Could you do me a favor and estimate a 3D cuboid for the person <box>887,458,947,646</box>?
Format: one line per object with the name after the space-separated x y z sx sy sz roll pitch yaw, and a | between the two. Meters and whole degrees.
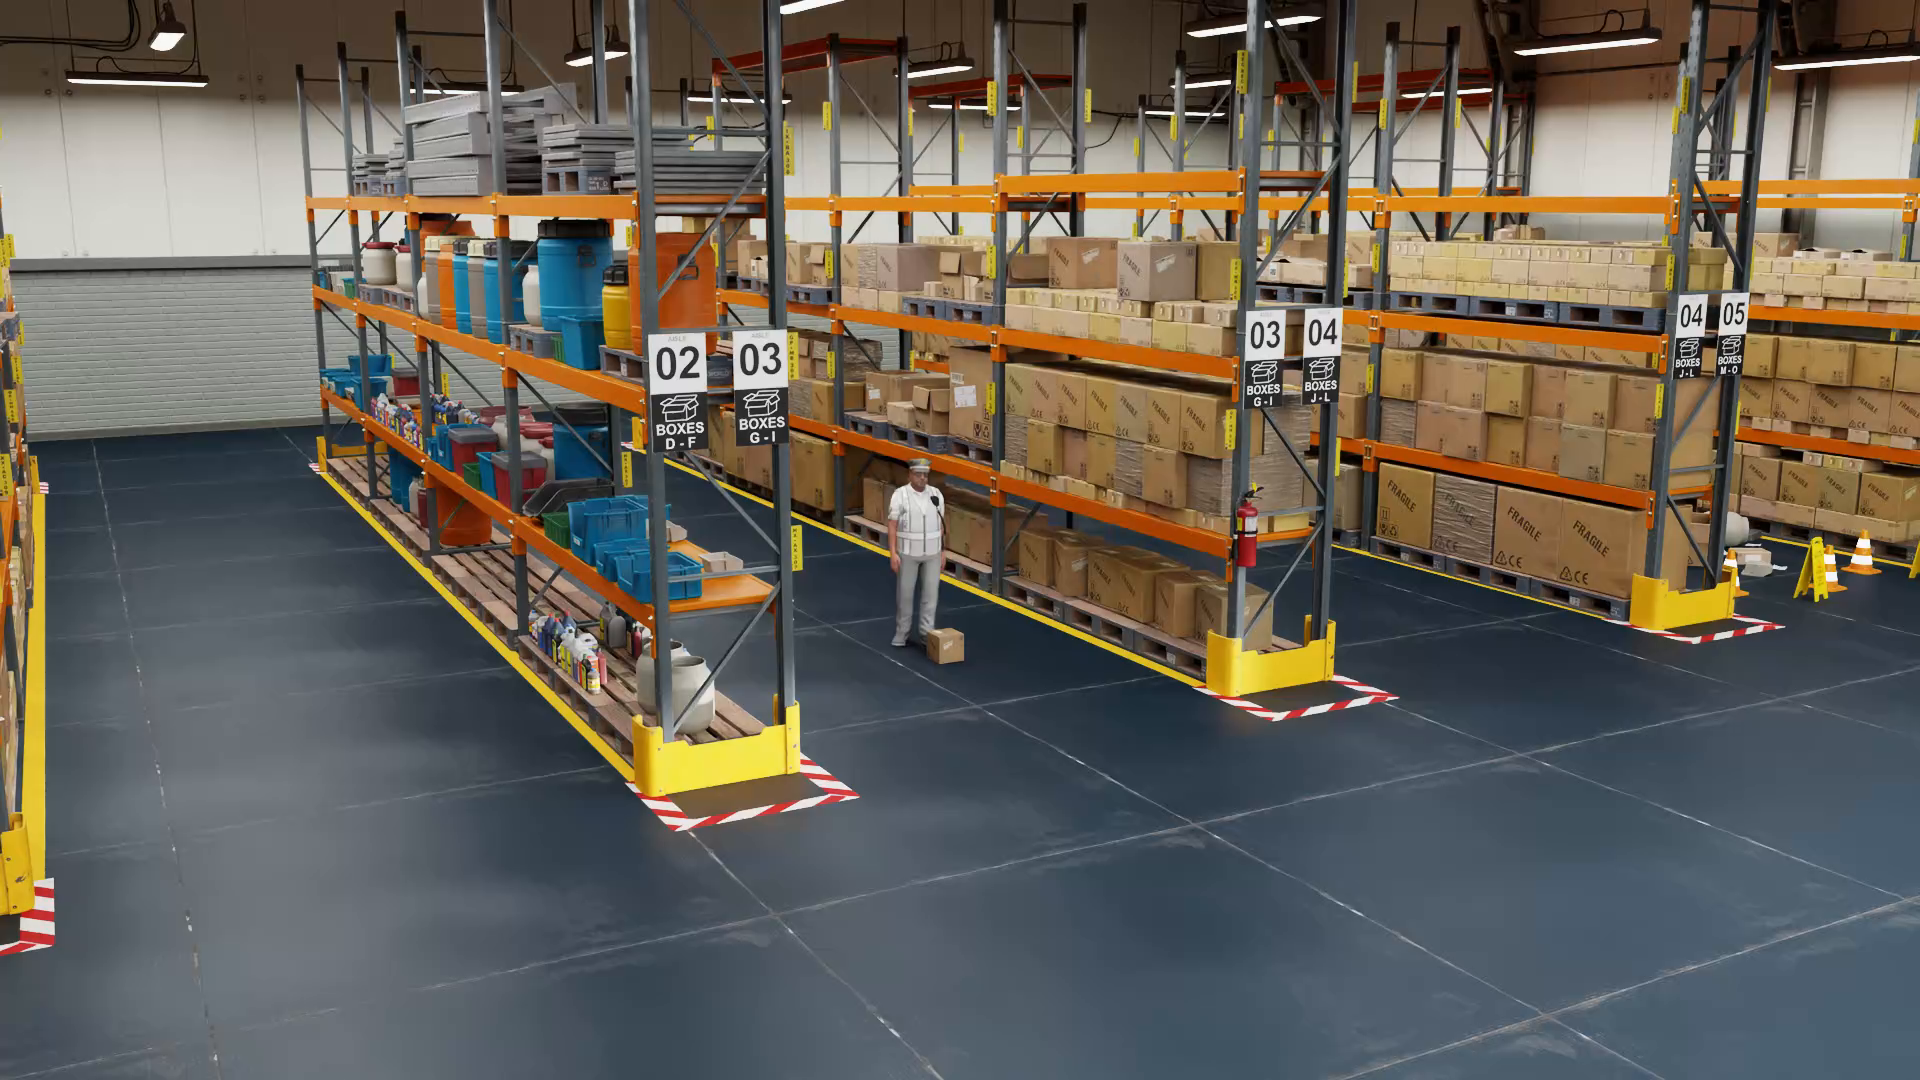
-0.388 0.113 15.309 0.570 1.772 0.494 -4 12 -18 | person
